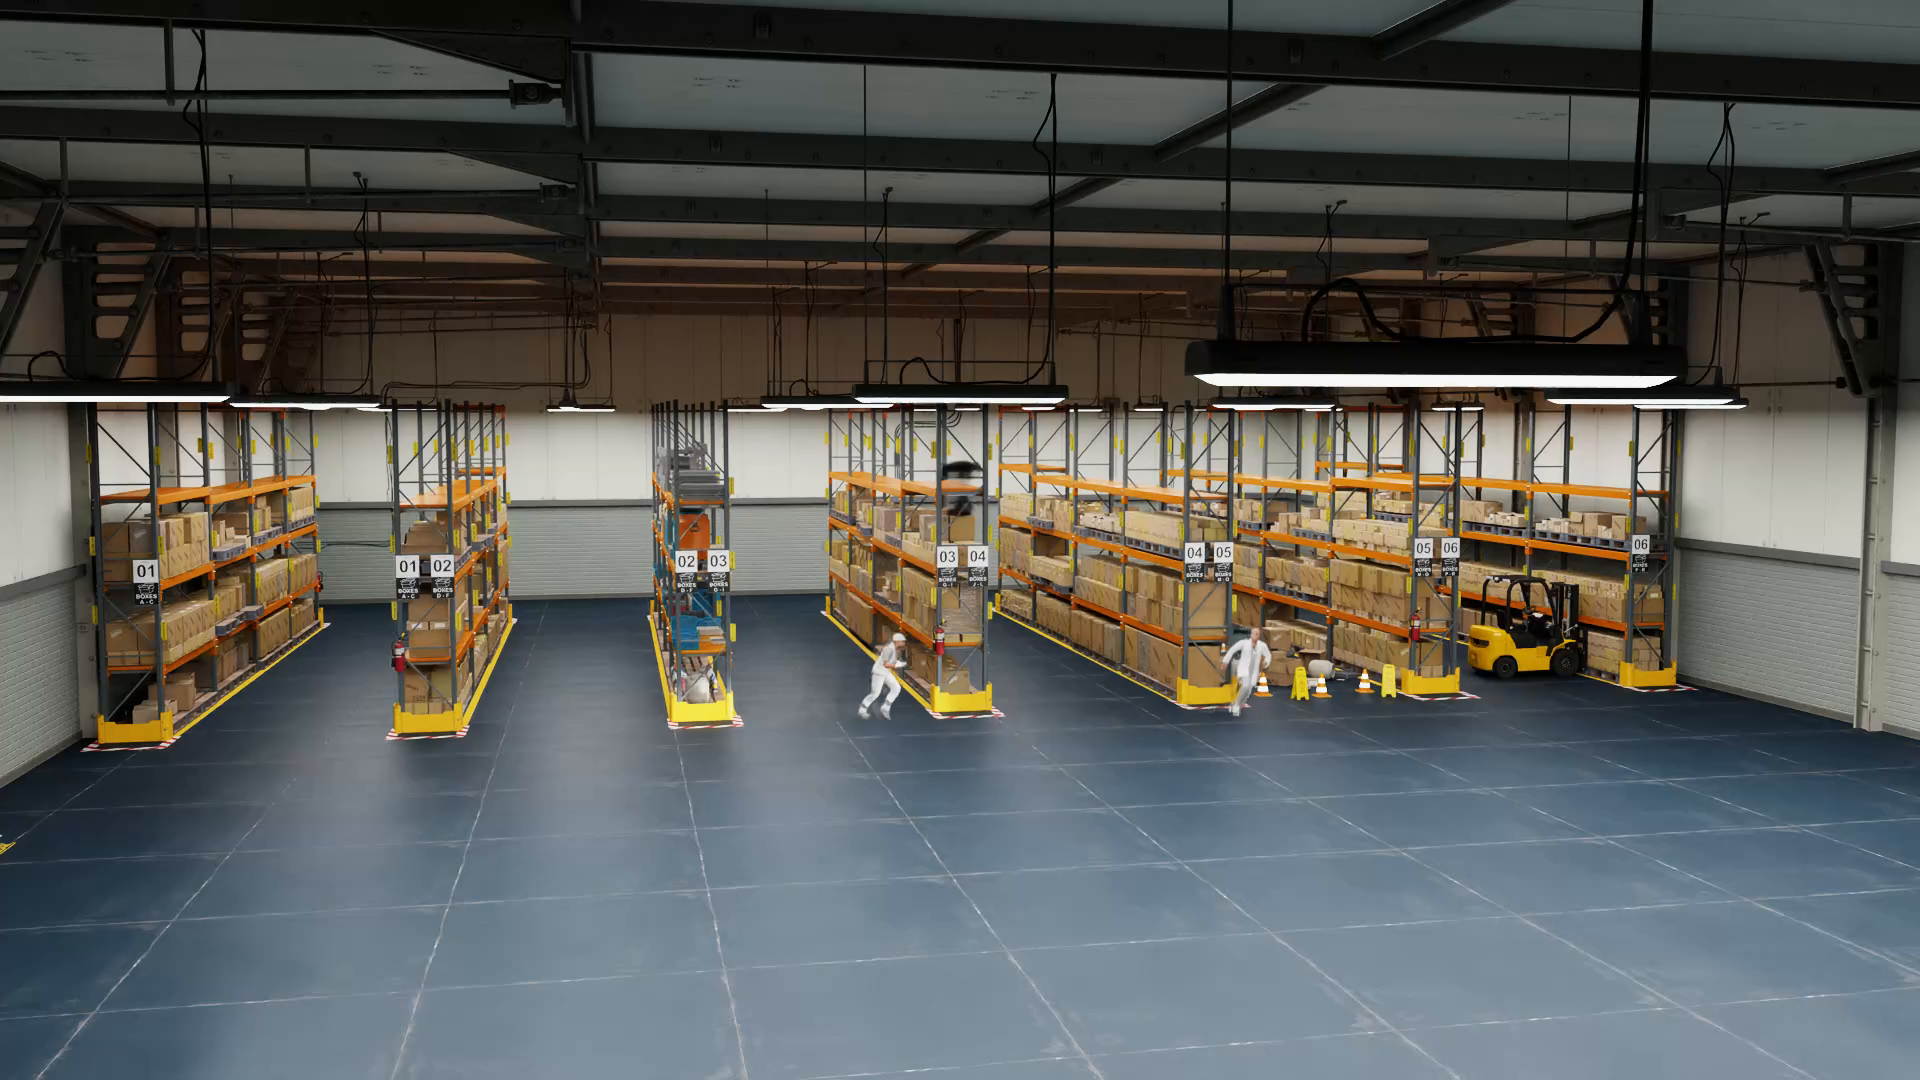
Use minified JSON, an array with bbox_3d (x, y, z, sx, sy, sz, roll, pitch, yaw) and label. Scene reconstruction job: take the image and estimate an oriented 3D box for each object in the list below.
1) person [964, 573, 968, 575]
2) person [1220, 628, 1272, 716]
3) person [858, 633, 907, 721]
[{"bbox_3d":[0.125,1.688,42.119,0.659,1.750,0.975,-2,5,-23],"label":"person"},{"bbox_3d":[5.495,2.518,31.596,0.879,1.692,0.757,-1,5,-19],"label":"person"},{"bbox_3d":[-1.439,2.563,31.181,0.985,1.674,0.705,1,4,15],"label":"person"}]
